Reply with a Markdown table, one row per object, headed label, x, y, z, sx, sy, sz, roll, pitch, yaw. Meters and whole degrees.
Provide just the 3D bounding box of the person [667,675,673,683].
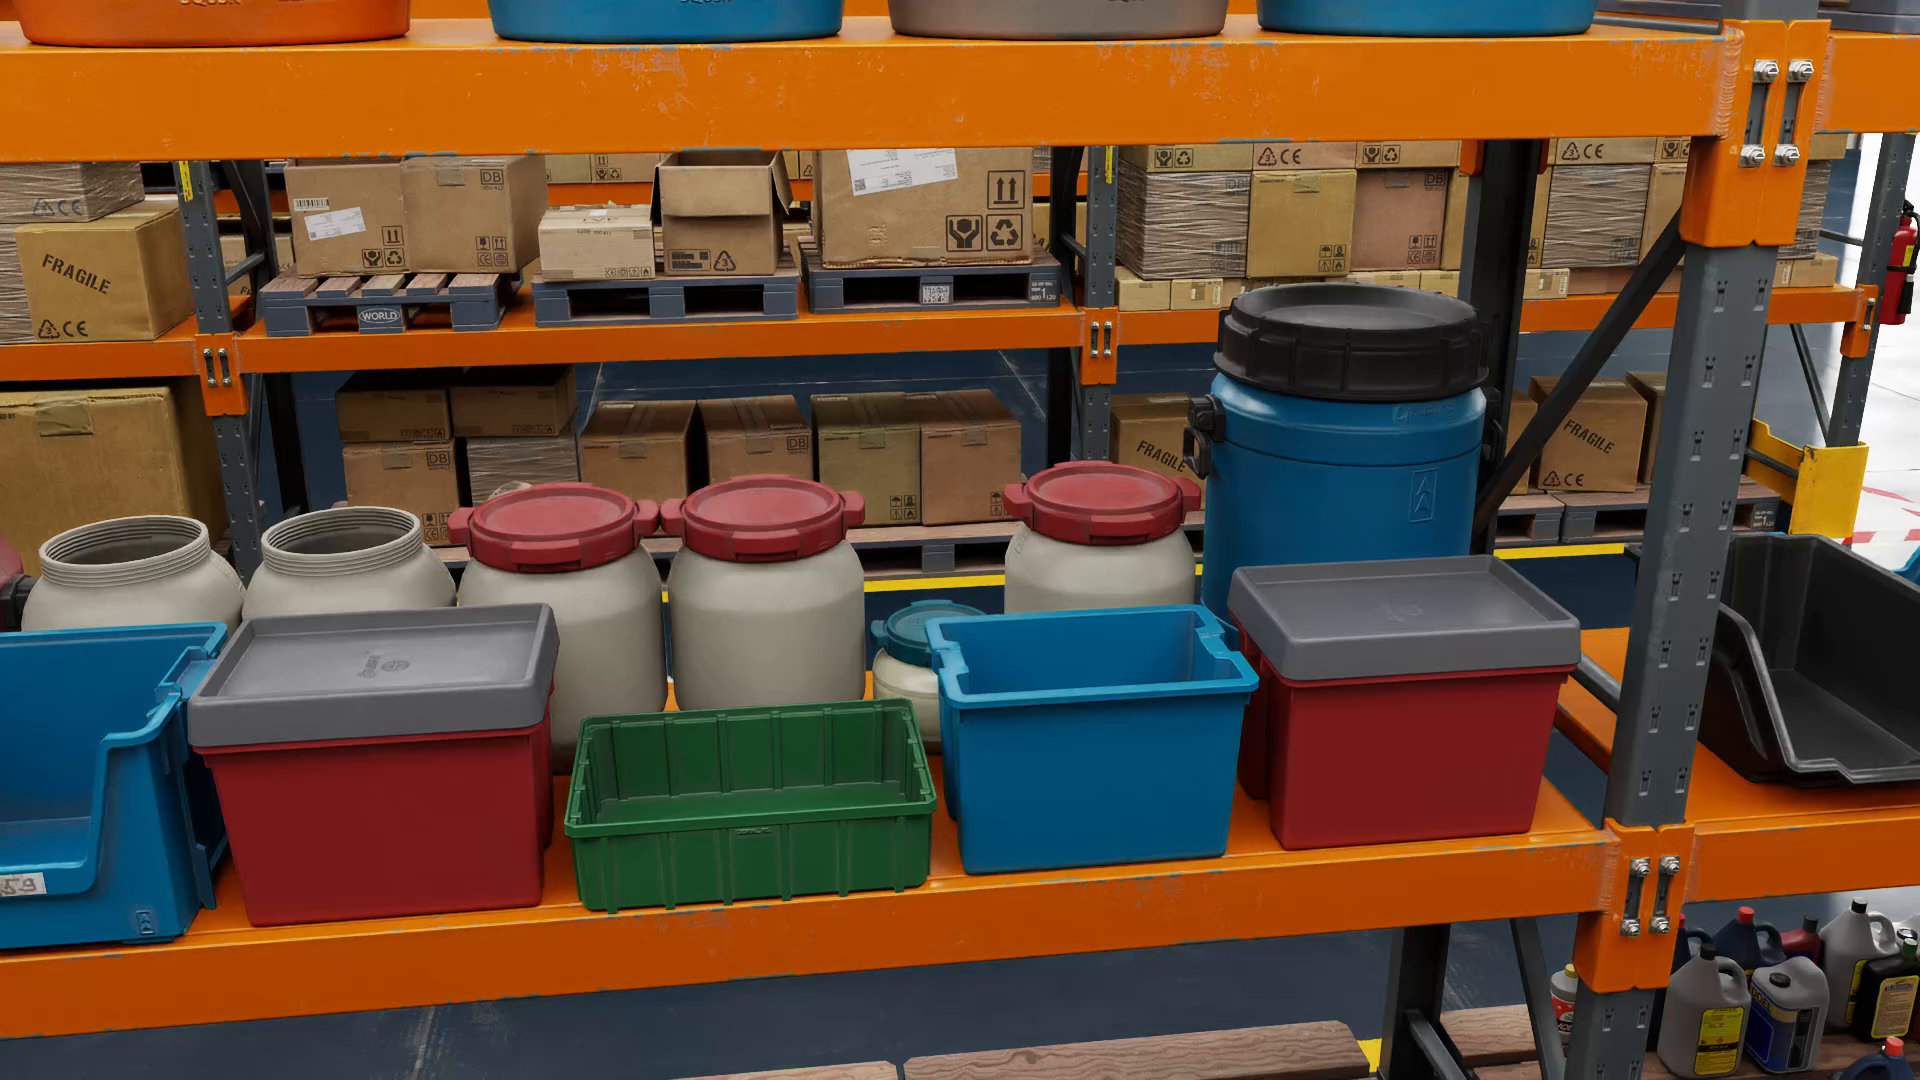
| label | x | y | z | sx | sy | sz | roll | pitch | yaw |
| --- | --- | --- | --- | --- | --- | --- | --- | --- | --- |
| person | -1.206 | 0.676 | 5.370 | 0.901 | 1.001 | 0.588 | -3 | 20 | -8 |
